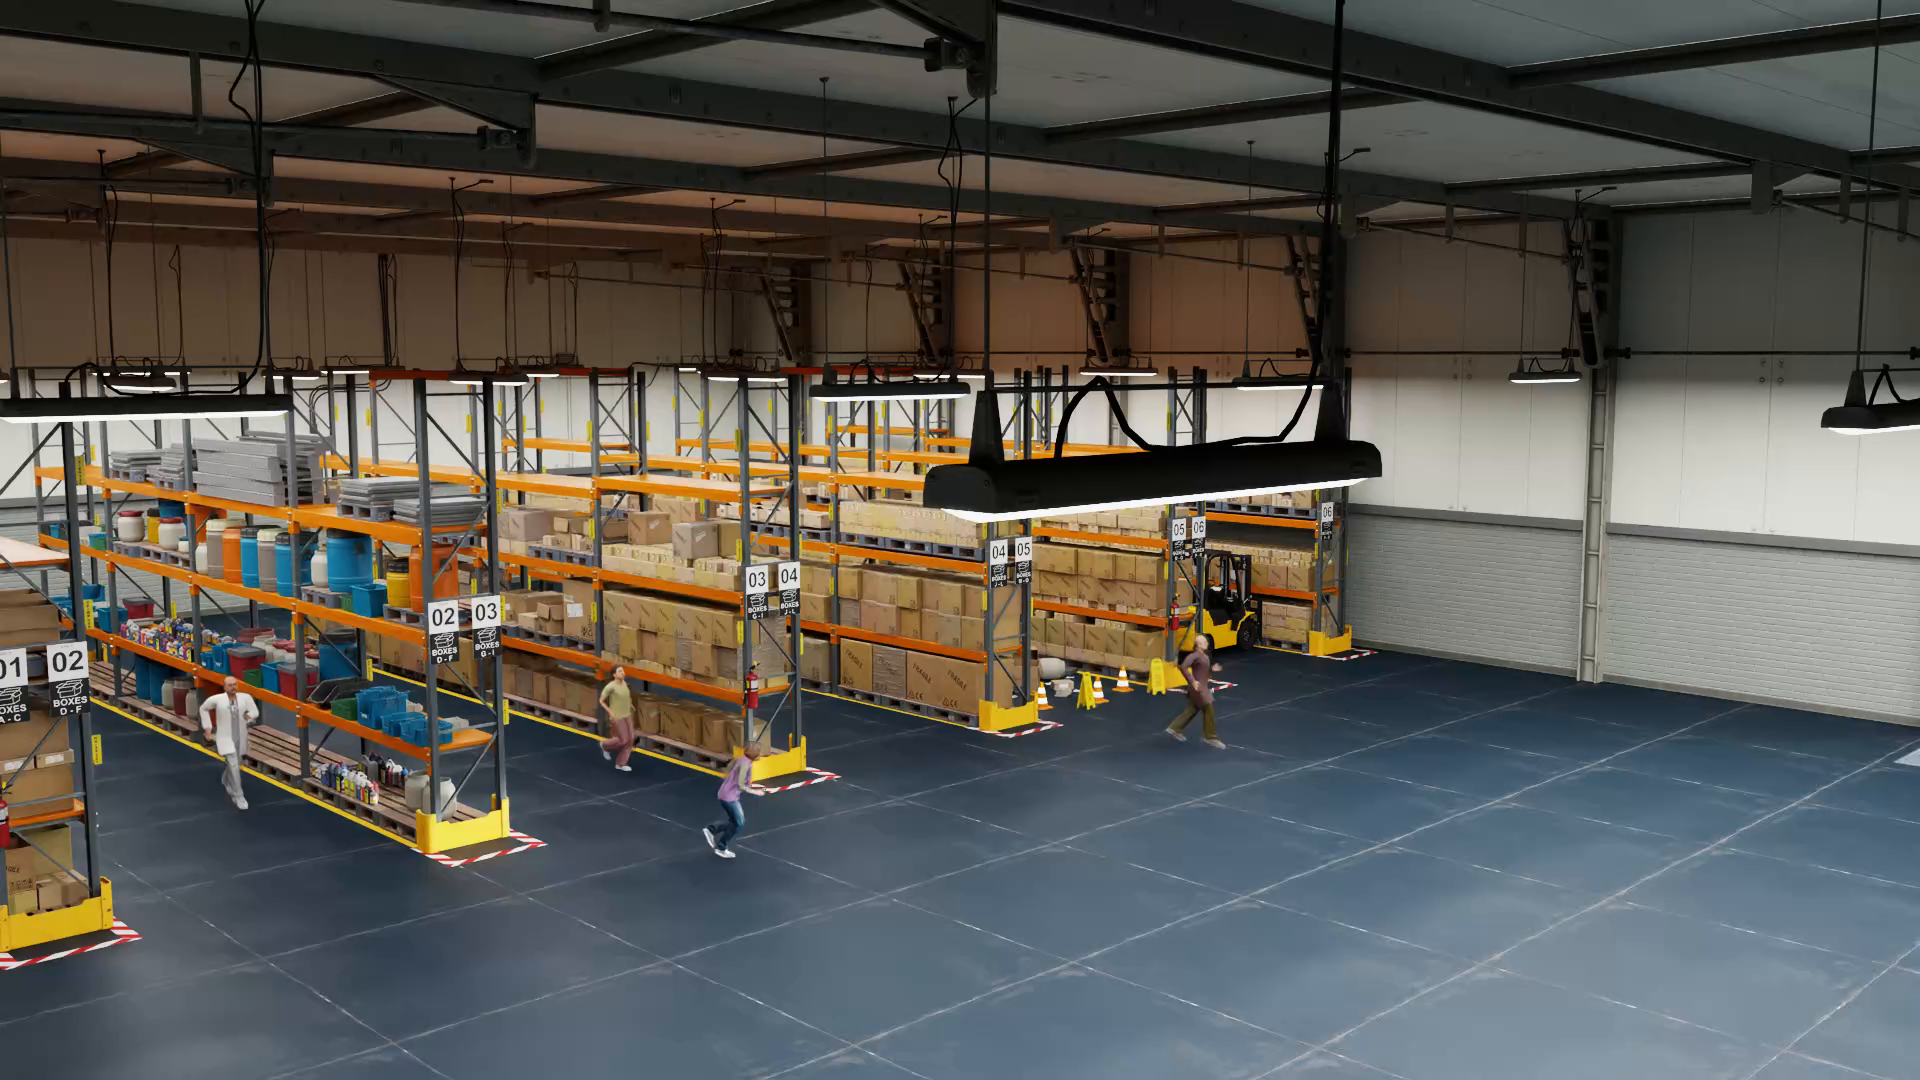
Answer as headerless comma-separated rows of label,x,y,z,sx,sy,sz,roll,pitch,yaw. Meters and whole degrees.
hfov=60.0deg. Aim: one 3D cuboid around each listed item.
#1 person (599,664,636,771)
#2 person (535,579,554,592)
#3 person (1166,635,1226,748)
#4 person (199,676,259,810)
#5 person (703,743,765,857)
person,-5.197,2.684,25.253,0.565,1.626,0.581,4,8,33
person,-10.157,0.905,40.922,0.642,1.579,0.575,0,6,-2
person,3.811,2.426,26.772,0.975,1.816,0.679,1,7,9
person,-10.209,2.795,23.318,1.001,1.812,0.680,6,9,44
person,-2.849,3.271,20.945,0.784,1.453,0.551,-1,7,-8
